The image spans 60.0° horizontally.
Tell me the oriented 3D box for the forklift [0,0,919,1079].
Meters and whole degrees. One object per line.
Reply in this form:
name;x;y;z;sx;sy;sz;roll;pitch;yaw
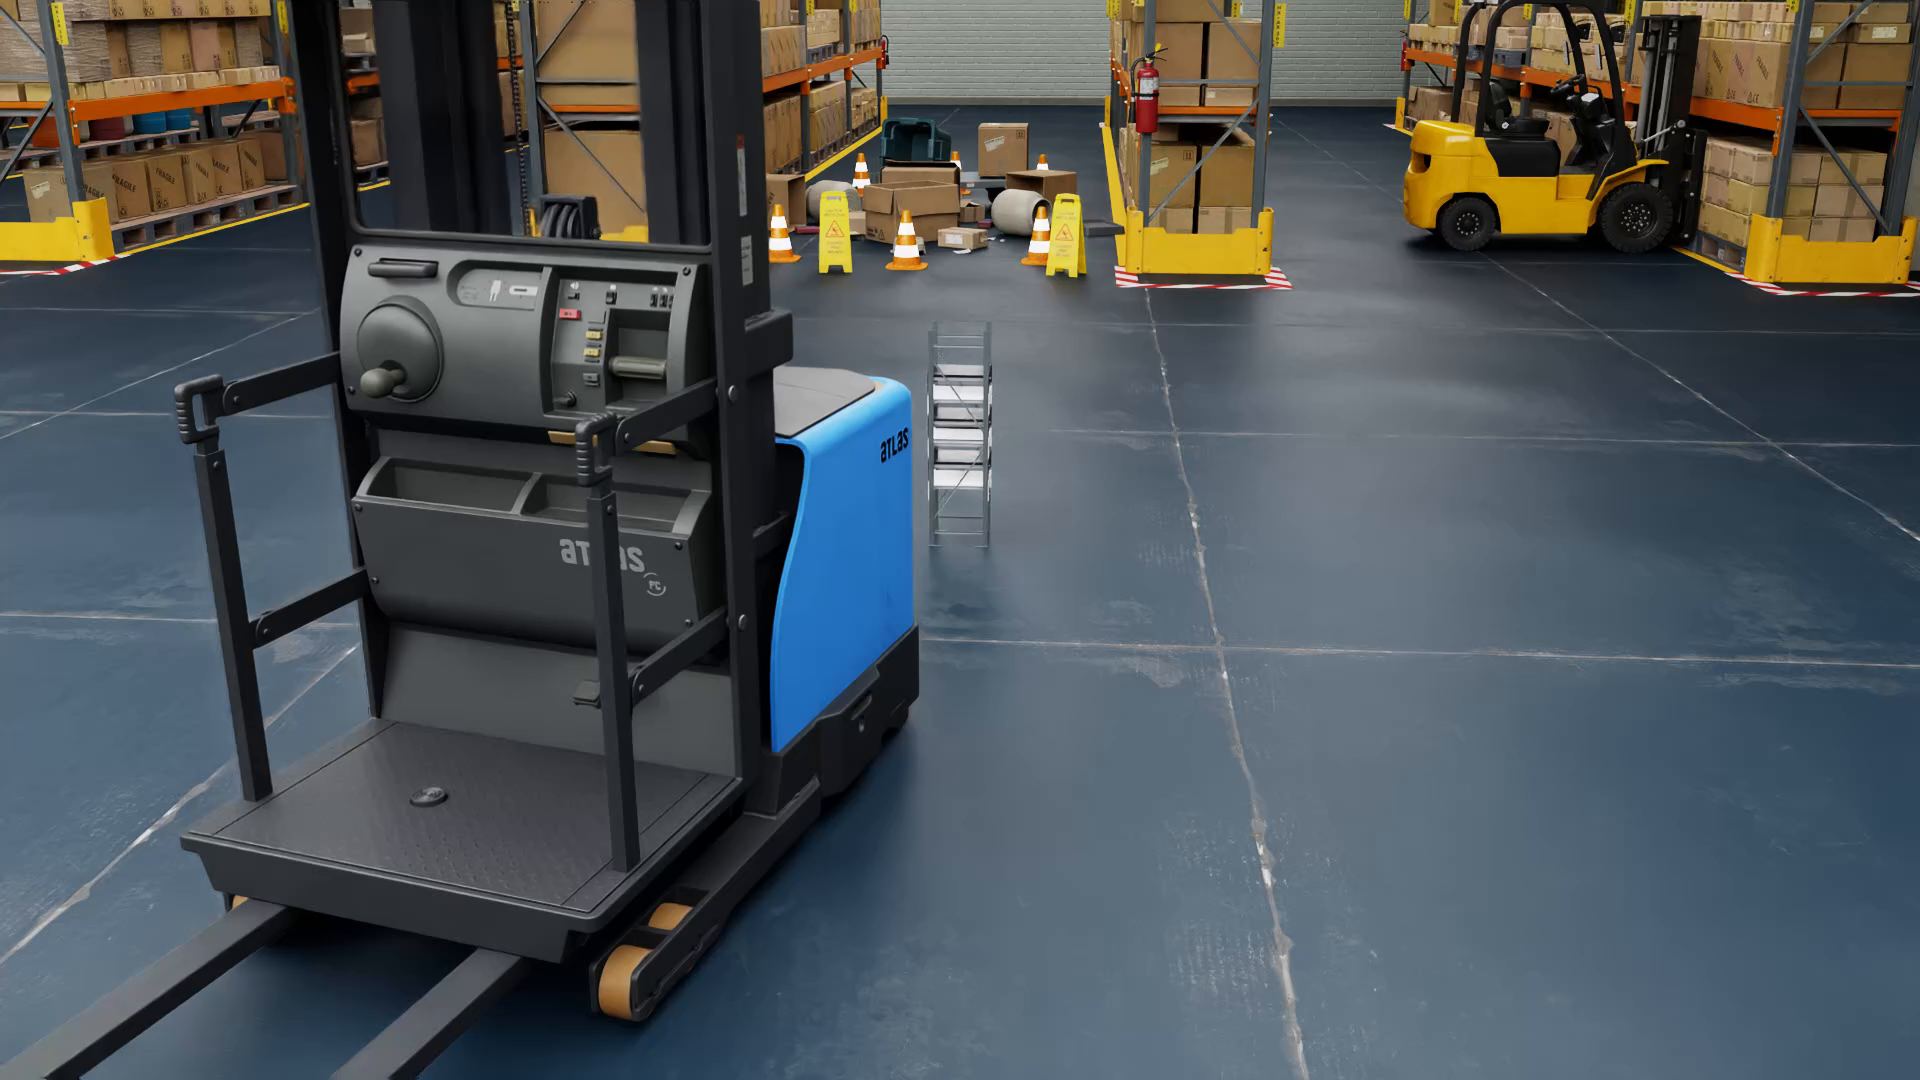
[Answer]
forklift;-1.100;-0.472;3.656;1.130;2.935;3.031;6;19;19

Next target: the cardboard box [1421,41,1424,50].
cardboard box;7.711;-8.025;27.000;0.380;0.149;0.250;2;18;6

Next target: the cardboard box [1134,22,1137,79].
cardboard box;1.790;-4.295;14.574;0.500;0.500;0.500;1;18;4

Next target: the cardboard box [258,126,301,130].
cardboard box;-7.534;-4.443;18.973;0.700;0.500;0.500;1;18;4

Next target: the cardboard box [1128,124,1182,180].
cardboard box;1.894;-3.768;16.142;0.500;0.500;0.500;2;18;6

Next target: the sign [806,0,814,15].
sign;-1.872;-6.723;20.763;0.100;0.325;0.005;1;18;4

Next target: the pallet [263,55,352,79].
pallet;-7.452;-5.227;18.365;1.003;0.211;1.213;1;18;4

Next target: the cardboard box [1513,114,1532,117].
cardboard box;7.286;-5.143;21.142;0.500;0.500;0.500;2;18;6

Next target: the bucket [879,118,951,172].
bucket;-0.422;-4.015;17.174;0.726;0.611;0.620;8;10;23

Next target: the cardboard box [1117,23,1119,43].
cardboard box;2.350;-6.746;22.132;0.500;0.250;0.500;1;18;2

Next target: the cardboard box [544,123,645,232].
cardboard box;-3.016;-3.101;14.308;0.875;0.875;0.875;1;18;4

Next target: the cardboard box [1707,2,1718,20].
cardboard box;6.851;-4.678;14.702;0.380;0.149;0.250;1;18;4

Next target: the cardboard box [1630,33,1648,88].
cardboard box;6.891;-4.668;16.193;0.500;0.500;0.500;1;18;2

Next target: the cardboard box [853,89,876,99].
cardboard box;-1.604;-7.466;27.839;0.380;0.149;0.250;1;18;3

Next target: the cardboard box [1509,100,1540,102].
cardboard box;7.305;-5.640;21.618;0.380;0.149;0.250;1;18;2

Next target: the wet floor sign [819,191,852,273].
wet floor sign;-1.026;-2.527;13.600;0.267;0.644;0.232;-2;18;-6

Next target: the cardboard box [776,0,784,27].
cardboard box;-2.502;-6.410;19.903;0.700;0.500;0.500;1;18;3

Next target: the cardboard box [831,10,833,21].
cardboard box;-2.012;-7.496;23.757;0.380;0.149;0.250;1;18;2

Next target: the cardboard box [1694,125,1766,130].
cardboard box;7.320;-3.806;15.857;0.500;0.250;0.500;1;18;3

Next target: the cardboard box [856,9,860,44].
cardboard box;-1.824;-7.917;25.630;0.500;0.500;0.500;1;18;4

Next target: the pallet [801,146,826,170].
pallet;-2.368;-5.102;22.153;1.003;0.211;1.213;1;18;4

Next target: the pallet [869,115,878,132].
pallet;-1.951;-7.068;28.156;1.003;0.211;1.213;1;18;4

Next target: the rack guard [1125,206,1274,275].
rack guard;1.951;-2.456;13.615;1.175;0.500;0.348;1;18;4

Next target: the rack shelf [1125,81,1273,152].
rack shelf;2.089;-3.900;15.162;1.077;0.370;4.000;1;18;4

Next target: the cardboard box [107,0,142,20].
cardboard box;-7.585;-4.825;14.588;0.500;0.500;0.500;1;18;4

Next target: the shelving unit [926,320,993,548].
shelving unit;0.001;-0.430;6.791;0.258;0.900;0.210;1;18;4

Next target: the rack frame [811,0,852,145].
rack frame;-2.139;-7.426;24.770;1.000;3.000;0.127;1;18;4

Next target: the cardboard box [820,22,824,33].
cardboard box;-2.084;-7.035;22.827;0.380;0.149;0.250;2;18;6

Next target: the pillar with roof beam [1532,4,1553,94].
pillar with roof beam;4.412;-10.381;24.151;9.100;9.000;0.400;1;18;4

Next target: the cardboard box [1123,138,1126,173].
cardboard box;2.364;-4.416;19.127;0.950;0.372;0.625;2;18;6

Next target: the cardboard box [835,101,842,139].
cardboard box;-1.978;-6.043;23.889;0.500;0.500;0.500;1;18;3

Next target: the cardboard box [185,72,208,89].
cardboard box;-7.497;-4.425;16.015;0.380;0.149;0.250;1;18;4

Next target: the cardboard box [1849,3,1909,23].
cardboard box;7.134;-4.107;12.960;0.380;0.149;0.250;1;18;3

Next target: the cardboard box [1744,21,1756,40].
cardboard box;6.740;-4.216;13.771;0.380;0.149;0.250;1;18;4

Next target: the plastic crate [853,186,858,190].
plastic crate;-1.418;-3.550;17.362;0.450;0.188;0.662;0;15;35

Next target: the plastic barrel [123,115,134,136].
plastic barrel;-12.255;-6.134;24.148;0.421;0.512;0.421;0;18;0

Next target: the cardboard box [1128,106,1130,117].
cardboard box;1.852;-4.205;16.435;0.380;0.149;0.250;2;18;5

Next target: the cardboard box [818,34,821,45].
cardboard box;-2.099;-6.810;22.619;0.380;0.149;0.250;2;18;5

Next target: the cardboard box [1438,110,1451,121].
cardboard box;7.530;-6.428;25.440;0.396;0.266;0.258;2;18;6

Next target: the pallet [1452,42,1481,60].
pallet;7.591;-6.901;23.473;1.003;0.211;1.213;1;18;4

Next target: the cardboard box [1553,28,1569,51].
cardboard box;7.102;-5.712;18.974;0.500;0.250;0.500;1;18;3

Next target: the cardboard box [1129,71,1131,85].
cardboard box;1.890;-4.652;16.708;0.380;0.149;0.250;1;18;4

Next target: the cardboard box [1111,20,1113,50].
cardboard box;2.709;-8.179;26.906;0.500;0.500;0.500;1;18;4

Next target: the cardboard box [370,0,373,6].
cardboard box;-7.297;-7.077;21.932;0.797;0.503;0.637;2;18;6

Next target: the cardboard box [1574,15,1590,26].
cardboard box;6.990;-5.701;18.303;0.380;0.149;0.250;1;18;2

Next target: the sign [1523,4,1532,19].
sign;6.928;-6.517;20.262;0.100;0.325;0.005;1;18;4

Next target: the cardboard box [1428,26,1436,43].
cardboard box;7.658;-7.942;26.106;0.500;0.250;0.500;1;18;2

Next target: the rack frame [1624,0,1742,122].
rack frame;7.184;-4.753;16.611;1.000;3.000;0.127;1;18;4

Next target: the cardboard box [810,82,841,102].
cardboard box;-1.990;-6.398;23.767;0.500;0.250;0.500;2;18;7

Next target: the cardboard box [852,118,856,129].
cardboard box;-1.792;-6.377;25.471;0.380;0.149;0.250;0;18;2

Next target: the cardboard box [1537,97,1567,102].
cardboard box;7.885;-5.796;22.091;0.380;0.149;0.250;1;18;3

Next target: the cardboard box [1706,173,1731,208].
cardboard box;6.667;-2.955;14.062;0.500;0.250;0.500;1;18;3

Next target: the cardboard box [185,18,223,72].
cardboard box;-7.752;-4.822;16.184;0.875;0.500;0.500;1;18;4
